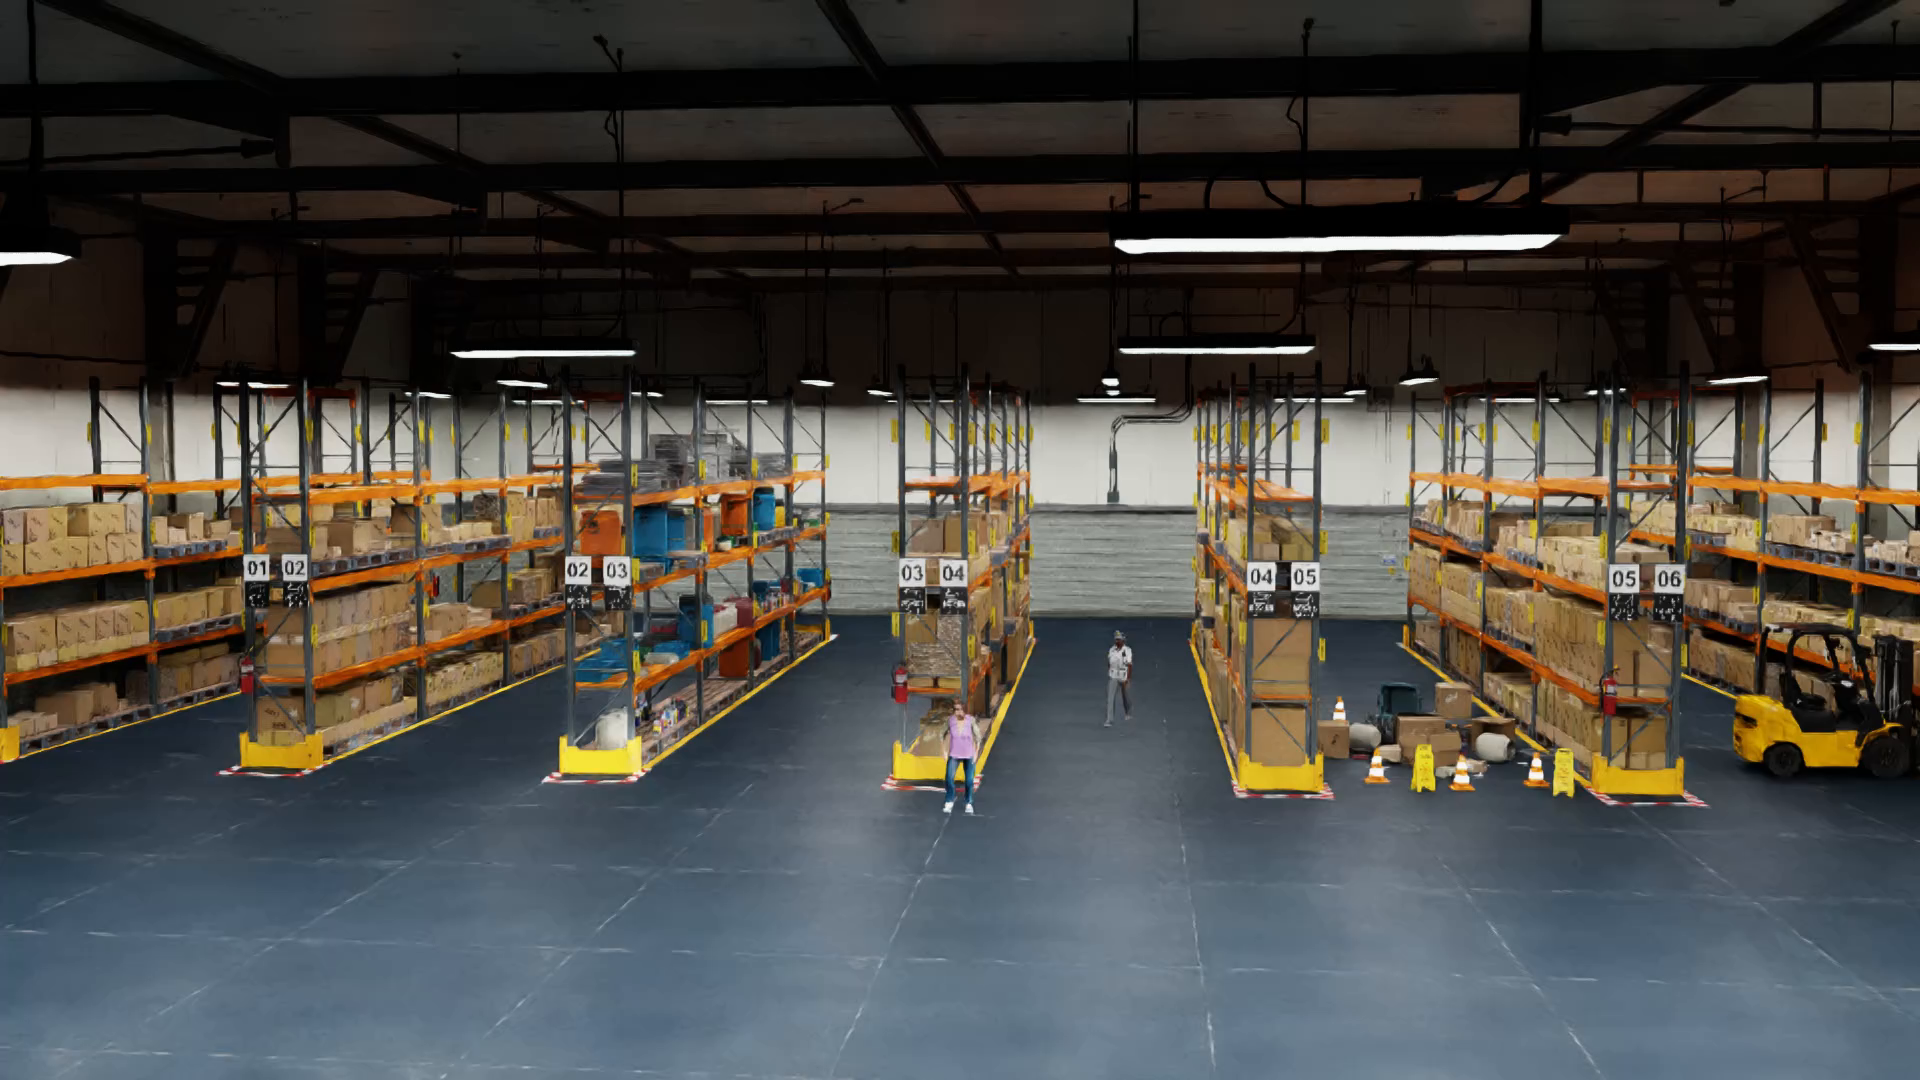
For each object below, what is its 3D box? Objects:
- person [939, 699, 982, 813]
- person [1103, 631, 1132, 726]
[{"bbox_3d":[-0.003,2.835,21.865,0.551,1.541,0.519,0,4,3],"label":"person"},{"bbox_3d":[2.736,2.350,28.433,0.443,1.621,0.993,1,4,15],"label":"person"}]
